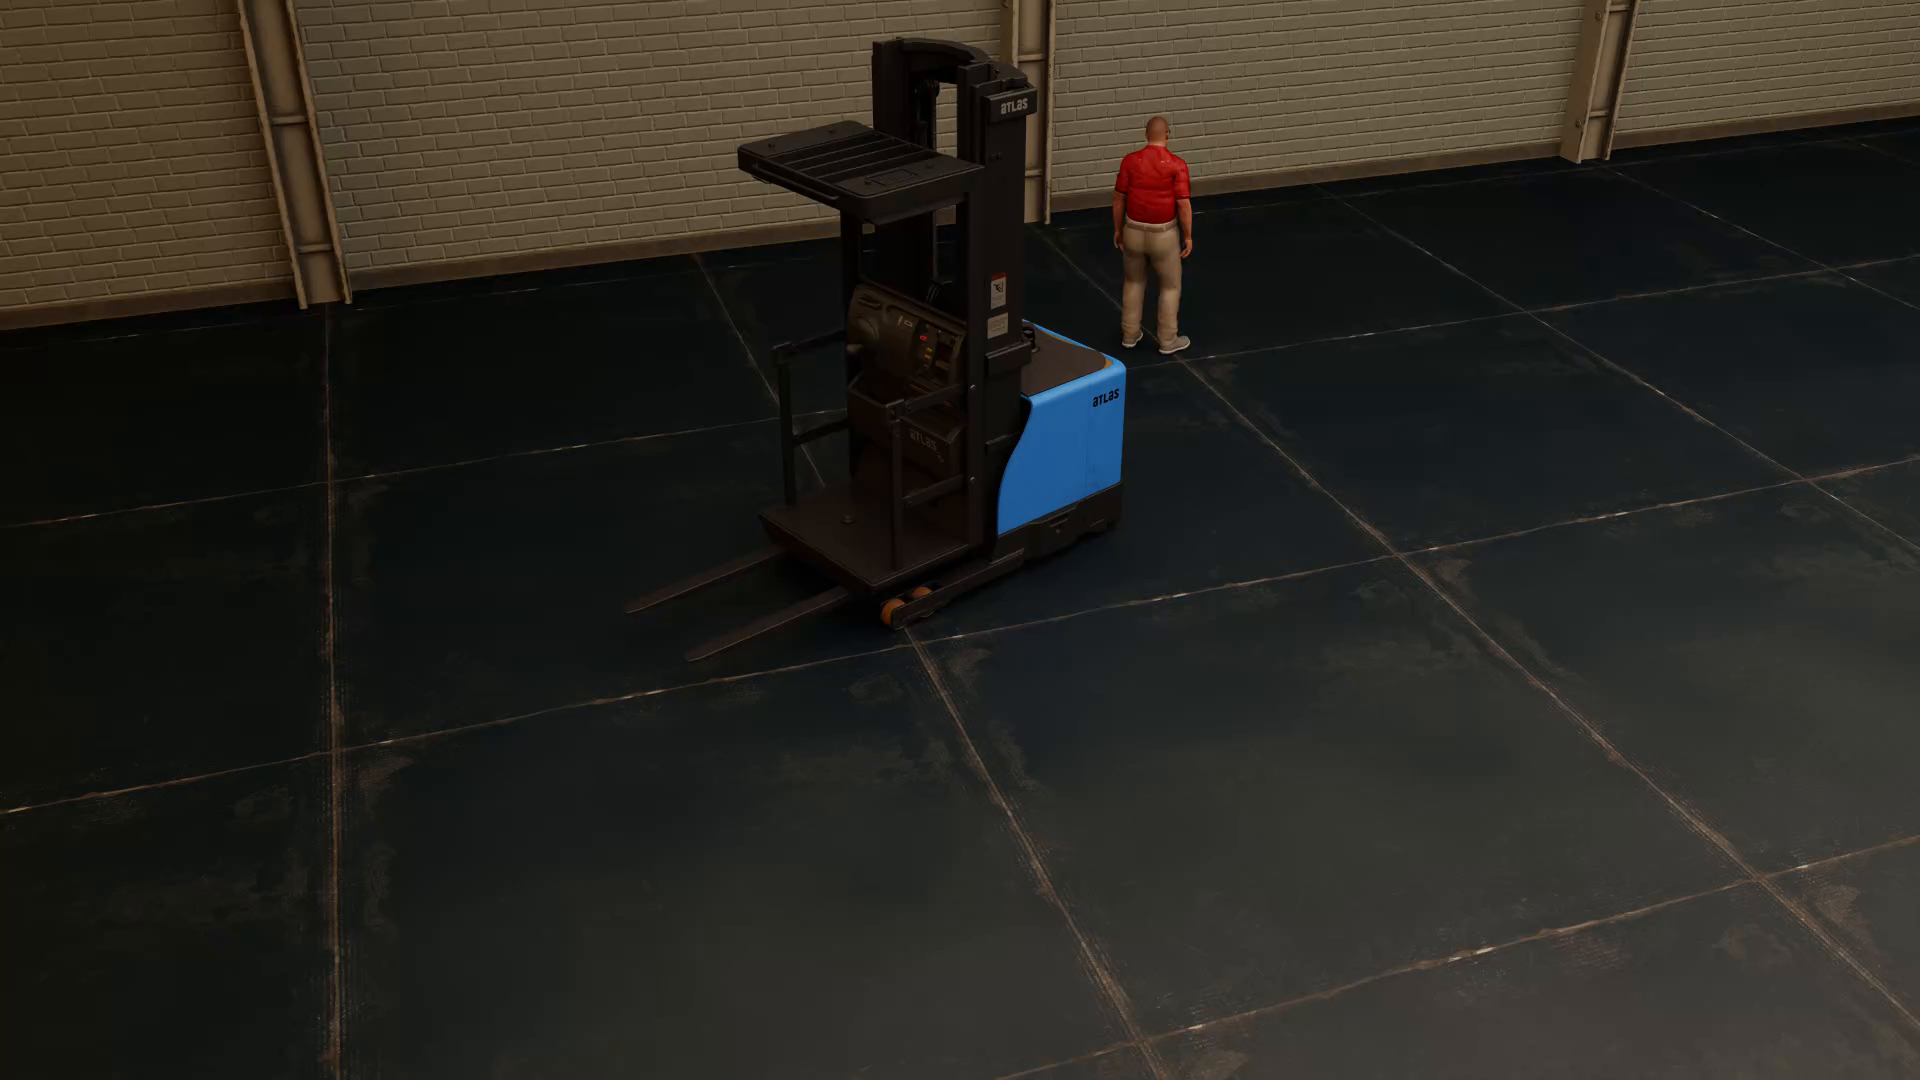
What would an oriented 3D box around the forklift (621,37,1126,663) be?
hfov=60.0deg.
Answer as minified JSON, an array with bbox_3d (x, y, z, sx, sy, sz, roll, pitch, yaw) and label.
[{"bbox_3d":[-0.461,-1.072,8.951,3.031,2.935,1.130,-23,37,-34],"label":"forklift"}]

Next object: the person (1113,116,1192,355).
[{"bbox_3d":[1.410,-2.221,12.153,0.607,1.727,0.394,13,32,21],"label":"person"}]
